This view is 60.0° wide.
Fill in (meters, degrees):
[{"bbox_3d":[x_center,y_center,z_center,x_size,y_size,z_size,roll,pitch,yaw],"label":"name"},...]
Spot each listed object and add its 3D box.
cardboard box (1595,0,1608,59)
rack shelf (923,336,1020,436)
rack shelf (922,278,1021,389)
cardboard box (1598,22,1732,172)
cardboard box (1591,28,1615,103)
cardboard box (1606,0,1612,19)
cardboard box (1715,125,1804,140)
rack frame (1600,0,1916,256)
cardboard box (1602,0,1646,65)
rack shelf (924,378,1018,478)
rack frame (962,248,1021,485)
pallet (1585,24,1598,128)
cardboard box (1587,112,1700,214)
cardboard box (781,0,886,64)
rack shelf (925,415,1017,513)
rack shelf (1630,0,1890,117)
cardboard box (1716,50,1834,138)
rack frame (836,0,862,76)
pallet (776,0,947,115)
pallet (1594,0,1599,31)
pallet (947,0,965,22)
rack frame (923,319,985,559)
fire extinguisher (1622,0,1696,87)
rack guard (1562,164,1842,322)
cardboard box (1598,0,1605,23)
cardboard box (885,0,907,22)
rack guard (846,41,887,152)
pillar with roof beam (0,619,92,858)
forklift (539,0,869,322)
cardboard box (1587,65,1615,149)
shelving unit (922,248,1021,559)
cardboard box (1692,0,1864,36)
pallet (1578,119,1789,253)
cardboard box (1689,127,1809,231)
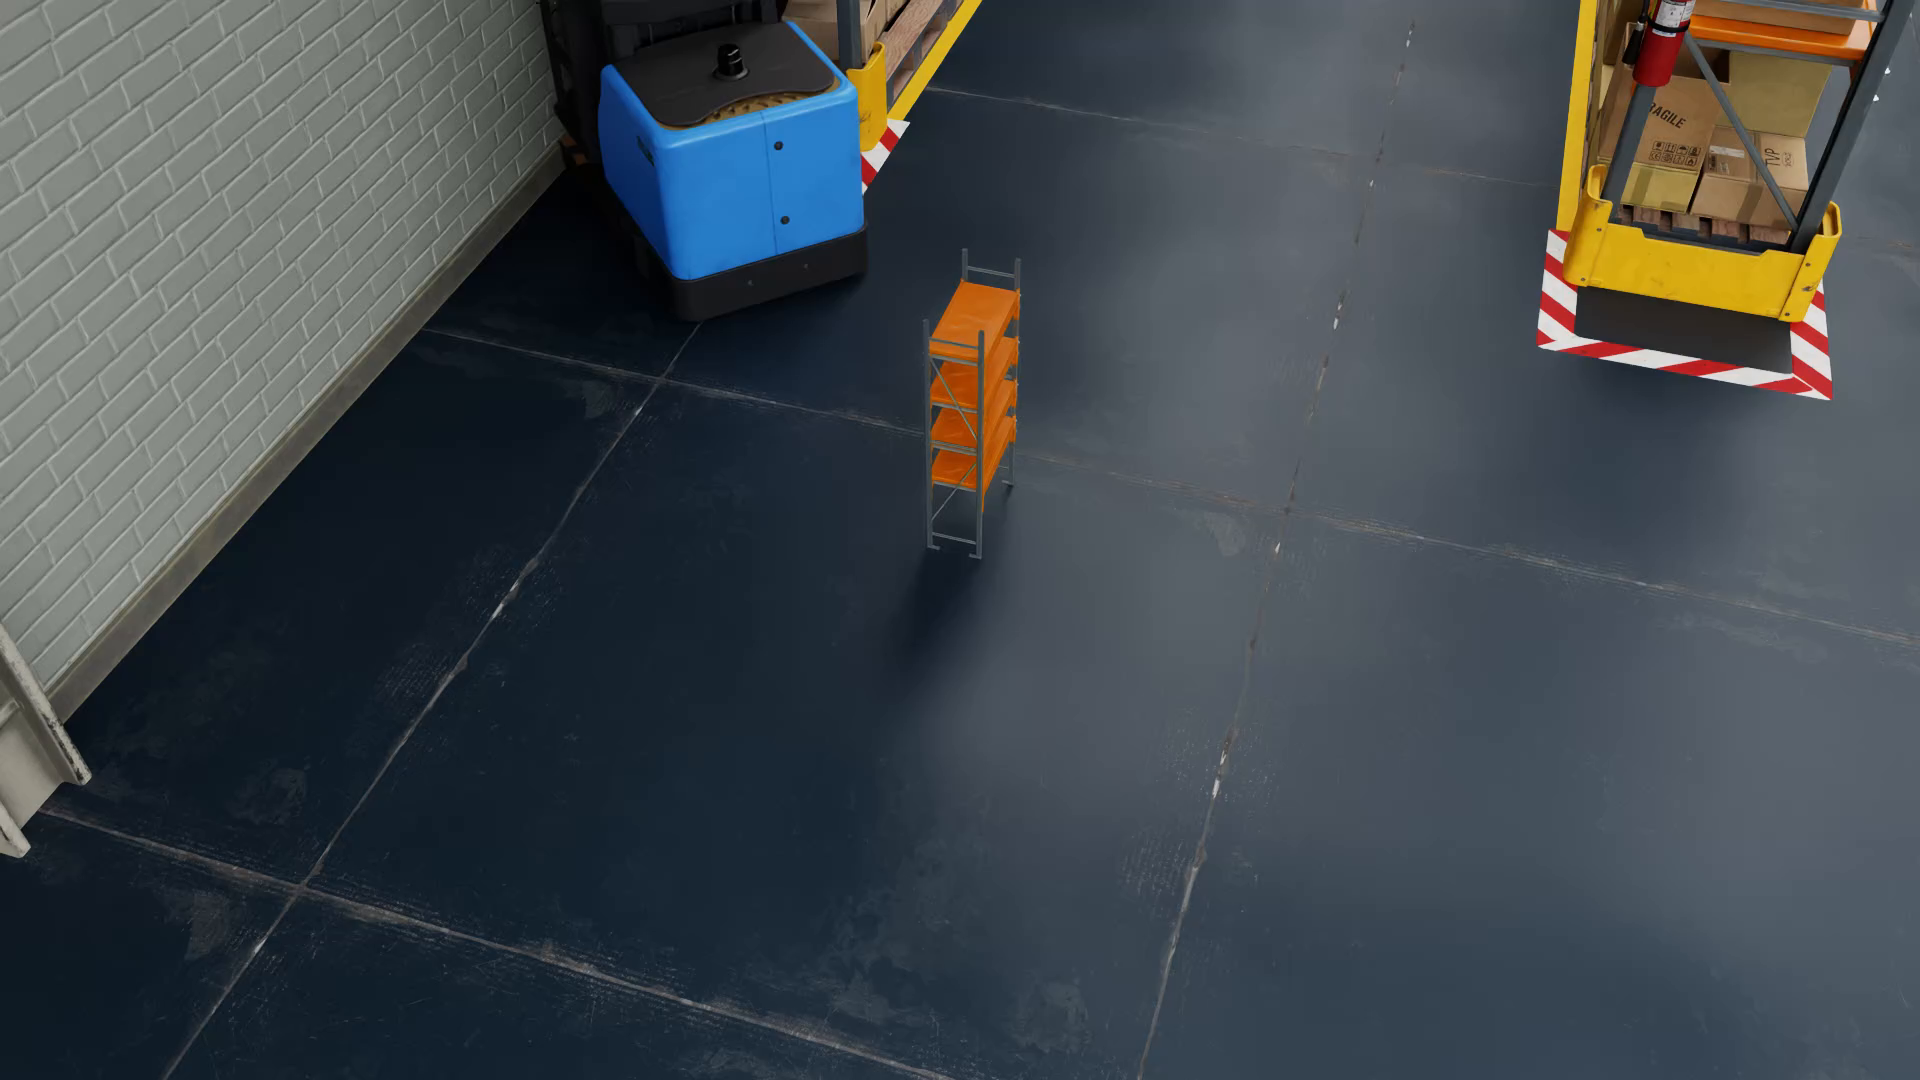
[{"bbox_3d":[4.013,-2.984,9.720,0.500,0.250,0.500,13,46,13],"label":"cardboard box"},{"bbox_3d":[0.050,-0.651,6.733,0.258,0.148,0.480,13,46,12],"label":"rack shelf"},{"bbox_3d":[0.050,-0.820,6.567,0.258,0.148,0.480,13,46,12],"label":"rack shelf"},{"bbox_3d":[3.568,-2.251,8.434,0.500,0.500,0.500,13,46,13],"label":"cardboard box"},{"bbox_3d":[3.859,-2.652,9.380,0.500,0.250,0.500,13,46,13],"label":"cardboard box"},{"bbox_3d":[4.009,-3.253,9.458,0.500,0.500,0.500,13,46,13],"label":"cardboard box"},{"bbox_3d":[4.211,-2.206,8.925,0.500,0.250,0.500,13,46,13],"label":"cardboard box"},{"bbox_3d":[3.689,-2.395,7.451,1.000,3.000,0.127,13,46,13],"label":"rack frame"},{"bbox_3d":[3.857,-2.920,9.118,0.500,0.500,0.500,13,46,13],"label":"cardboard box"},{"bbox_3d":[0.050,-0.491,6.889,0.258,0.148,0.480,13,46,12],"label":"rack shelf"},{"bbox_3d":[0.124,-0.702,7.008,0.240,1.200,0.015,13,46,12],"label":"rack frame"},{"bbox_3d":[4.252,-2.727,9.785,1.003,0.211,1.213,13,46,13],"label":"pallet"},{"bbox_3d":[3.570,-1.982,8.696,0.500,0.250,0.500,13,46,13],"label":"cardboard box"},{"bbox_3d":[-0.738,-3.080,9.759,0.500,0.311,0.500,8,45,8],"label":"cardboard box"},{"bbox_3d":[0.050,-0.349,7.028,0.258,0.148,0.480,13,46,12],"label":"rack shelf"},{"bbox_3d":[4.295,-3.471,9.065,1.077,0.370,4.000,13,46,13],"label":"rack shelf"},{"bbox_3d":[4.213,-2.474,8.662,0.500,0.500,0.500,13,46,13],"label":"cardboard box"},{"bbox_3d":[-1.033,-3.441,8.521,1.000,3.000,0.127,13,46,13],"label":"rack frame"},{"bbox_3d":[-0.731,-3.029,10.094,1.003,0.211,1.213,13,46,13],"label":"pallet"},{"bbox_3d":[4.620,-3.543,10.619,1.003,0.211,1.213,13,46,13],"label":"pallet"},{"bbox_3d":[-0.359,-3.840,10.922,1.003,0.211,1.213,13,46,13],"label":"pallet"},{"bbox_3d":[-0.024,-0.377,6.676,0.240,1.200,0.015,13,46,12],"label":"rack frame"},{"bbox_3d":[3.210,-2.387,7.499,0.296,0.674,0.183,13,46,13],"label":"fire extinguisher"},{"bbox_3d":[3.682,-1.485,8.309,1.175,0.500,0.348,13,46,13],"label":"rack guard"},{"bbox_3d":[4.158,-3.319,10.062,0.500,0.250,0.500,13,46,13],"label":"cardboard box"},{"bbox_3d":[-0.565,-3.460,10.148,0.500,0.311,0.500,16,47,16],"label":"cardboard box"},{"bbox_3d":[-1.010,-2.599,9.447,1.175,0.500,0.348,13,46,13],"label":"rack guard"},{"bbox_3d":[0.640,-1.324,2.068,9.100,9.000,0.400,13,46,13],"label":"pillar with roof beam"},{"bbox_3d":[-1.596,-3.145,8.267,1.130,2.935,3.031,-20,48,-19],"label":"forklift"},{"bbox_3d":[3.710,-2.318,9.039,0.500,0.250,0.500,13,46,13],"label":"cardboard box"},{"bbox_3d":[0.050,-0.539,6.842,0.258,1.200,0.503,13,46,12],"label":"shelving unit"},{"bbox_3d":[3.843,-2.739,7.732,0.700,0.500,0.500,13,46,13],"label":"cardboard box"},{"bbox_3d":[3.881,-1.917,8.957,1.003,0.211,1.213,13,46,13],"label":"pallet"},{"bbox_3d":[4.063,-1.872,8.583,0.500,0.250,0.500,13,46,13],"label":"cardboard box"}]
